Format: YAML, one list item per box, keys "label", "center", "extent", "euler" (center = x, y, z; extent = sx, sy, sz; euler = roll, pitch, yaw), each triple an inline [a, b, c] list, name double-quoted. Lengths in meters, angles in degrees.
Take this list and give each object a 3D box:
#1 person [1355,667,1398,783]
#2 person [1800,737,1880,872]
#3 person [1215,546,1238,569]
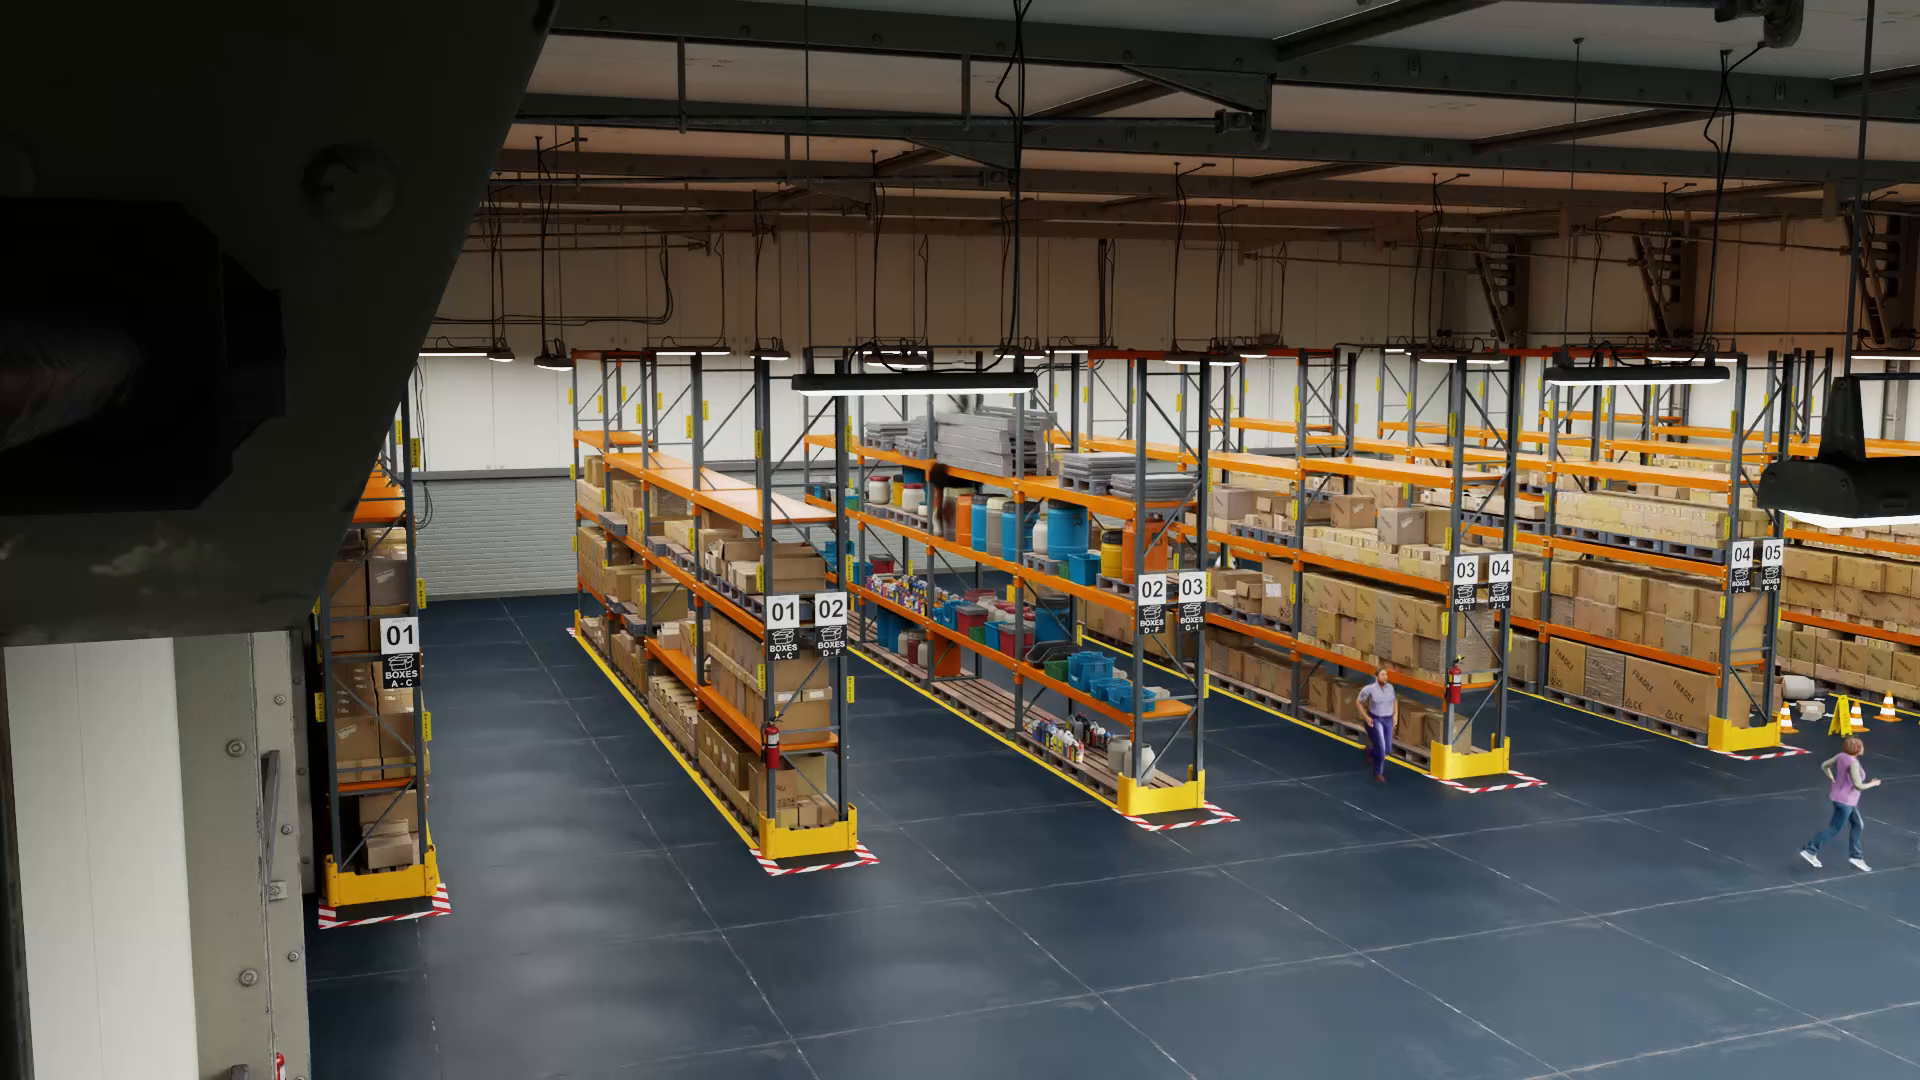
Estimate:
- label: "person"
  center: [5.950, 2.606, 23.765]
  extent: [0.644, 1.621, 0.691]
  euler: [-3, 8, -19]
- label: "person"
  center: [10.356, 3.111, 19.591]
  extent: [0.851, 1.628, 0.548]
  euler: [1, 7, 10]
- label: "person"
  center: [5.898, 0.952, 36.890]
  extent: [0.613, 1.660, 0.740]
  euler: [-3, 8, -20]
